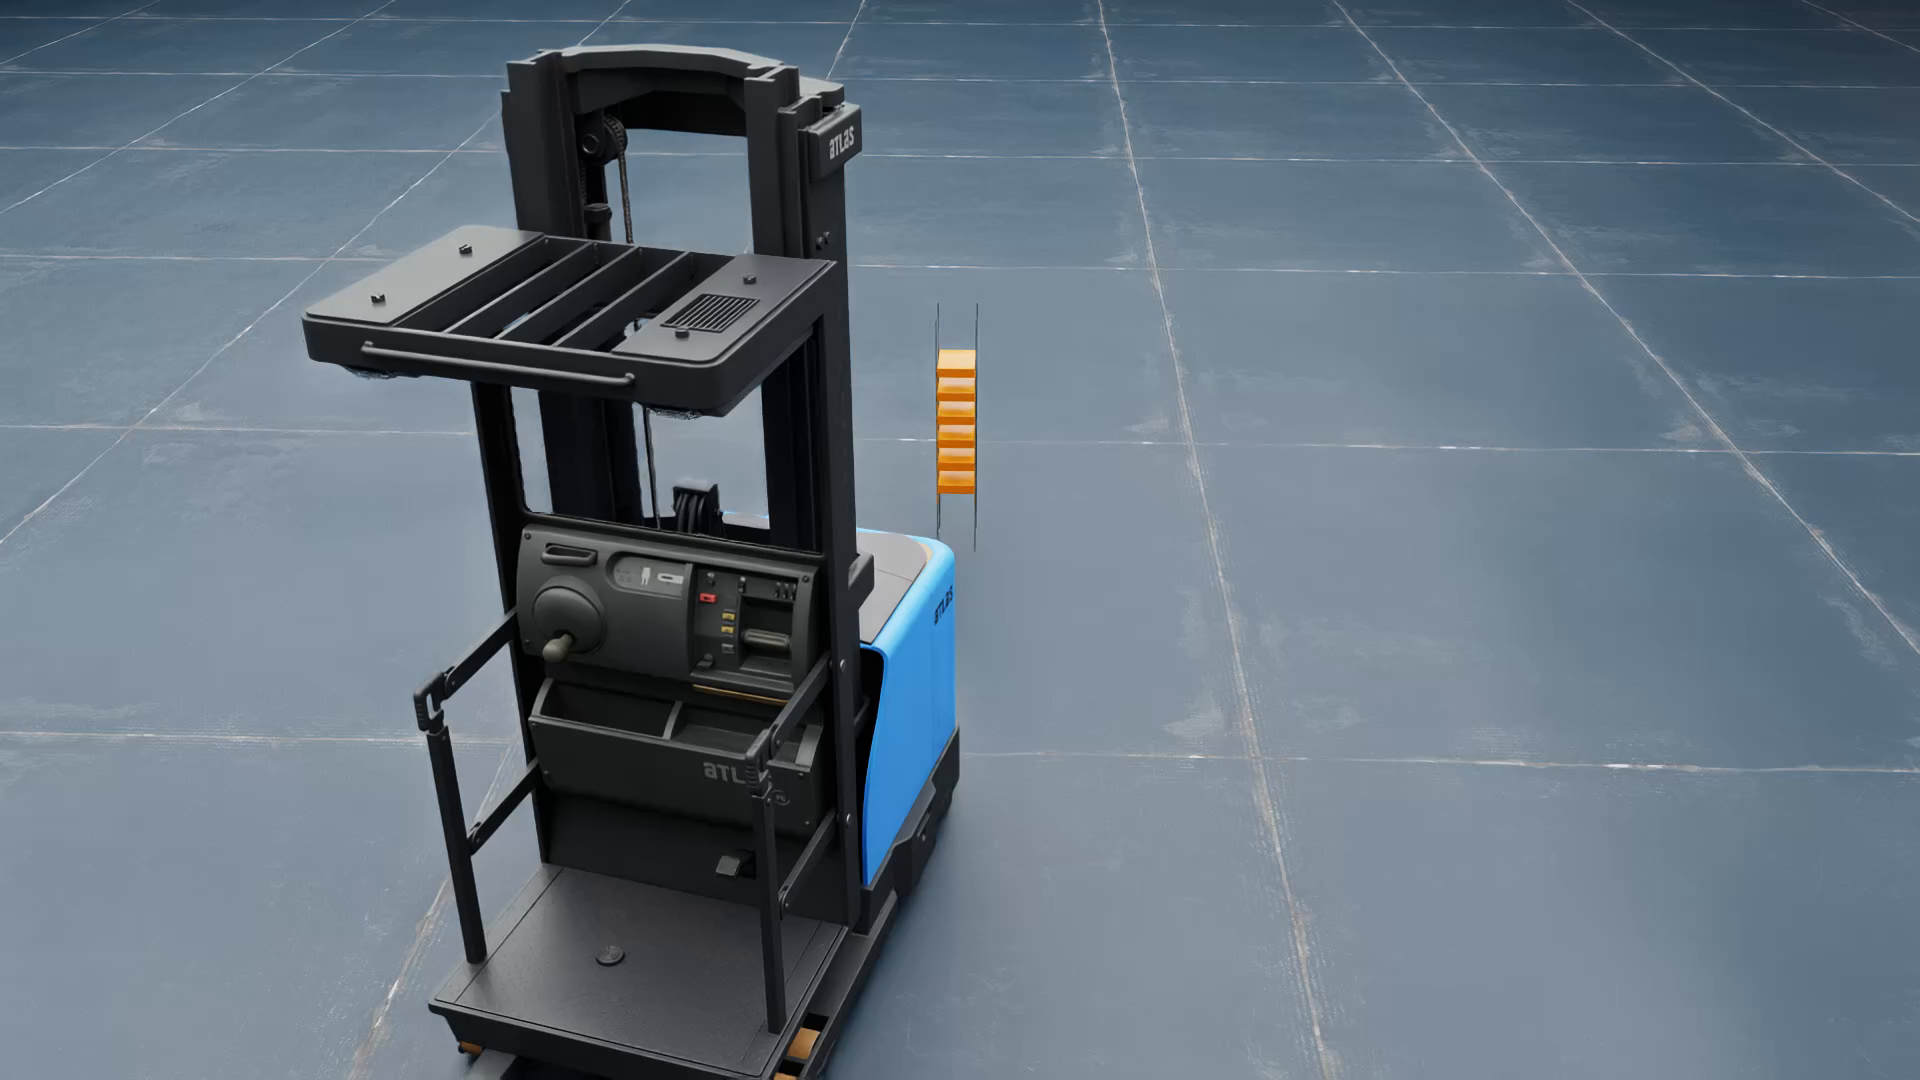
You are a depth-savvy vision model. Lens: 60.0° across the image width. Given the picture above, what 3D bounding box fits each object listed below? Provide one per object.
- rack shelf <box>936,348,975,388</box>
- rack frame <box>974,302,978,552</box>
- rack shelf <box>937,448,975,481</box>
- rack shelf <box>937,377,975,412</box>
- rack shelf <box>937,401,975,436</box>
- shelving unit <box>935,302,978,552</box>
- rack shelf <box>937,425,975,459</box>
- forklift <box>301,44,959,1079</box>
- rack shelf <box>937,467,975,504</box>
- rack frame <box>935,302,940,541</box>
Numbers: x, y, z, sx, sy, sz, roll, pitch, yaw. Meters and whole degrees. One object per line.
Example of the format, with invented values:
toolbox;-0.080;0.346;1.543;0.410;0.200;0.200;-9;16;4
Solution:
rack shelf;-0.014;-0.809;7.822;0.180;0.103;0.258;1;28;2
rack frame;0.077;-0.529;7.967;0.006;1.200;0.240;1;28;2
rack shelf;-0.014;-0.385;8.046;0.180;0.103;0.258;1;28;2
rack shelf;-0.014;-0.703;7.878;0.180;0.103;0.258;1;28;2
rack shelf;-0.014;-0.597;7.934;0.180;0.103;0.258;1;28;2
shelving unit;-0.014;-0.530;7.969;0.189;1.200;0.258;1;28;2
rack shelf;-0.014;-0.491;7.990;0.180;0.103;0.258;1;28;2
forklift;-0.924;0.248;4.652;1.130;2.935;3.031;8;29;15
rack shelf;-0.014;-0.279;8.103;0.180;0.103;0.258;1;28;2
rack frame;-0.106;-0.532;7.972;0.006;1.200;0.240;1;28;2
